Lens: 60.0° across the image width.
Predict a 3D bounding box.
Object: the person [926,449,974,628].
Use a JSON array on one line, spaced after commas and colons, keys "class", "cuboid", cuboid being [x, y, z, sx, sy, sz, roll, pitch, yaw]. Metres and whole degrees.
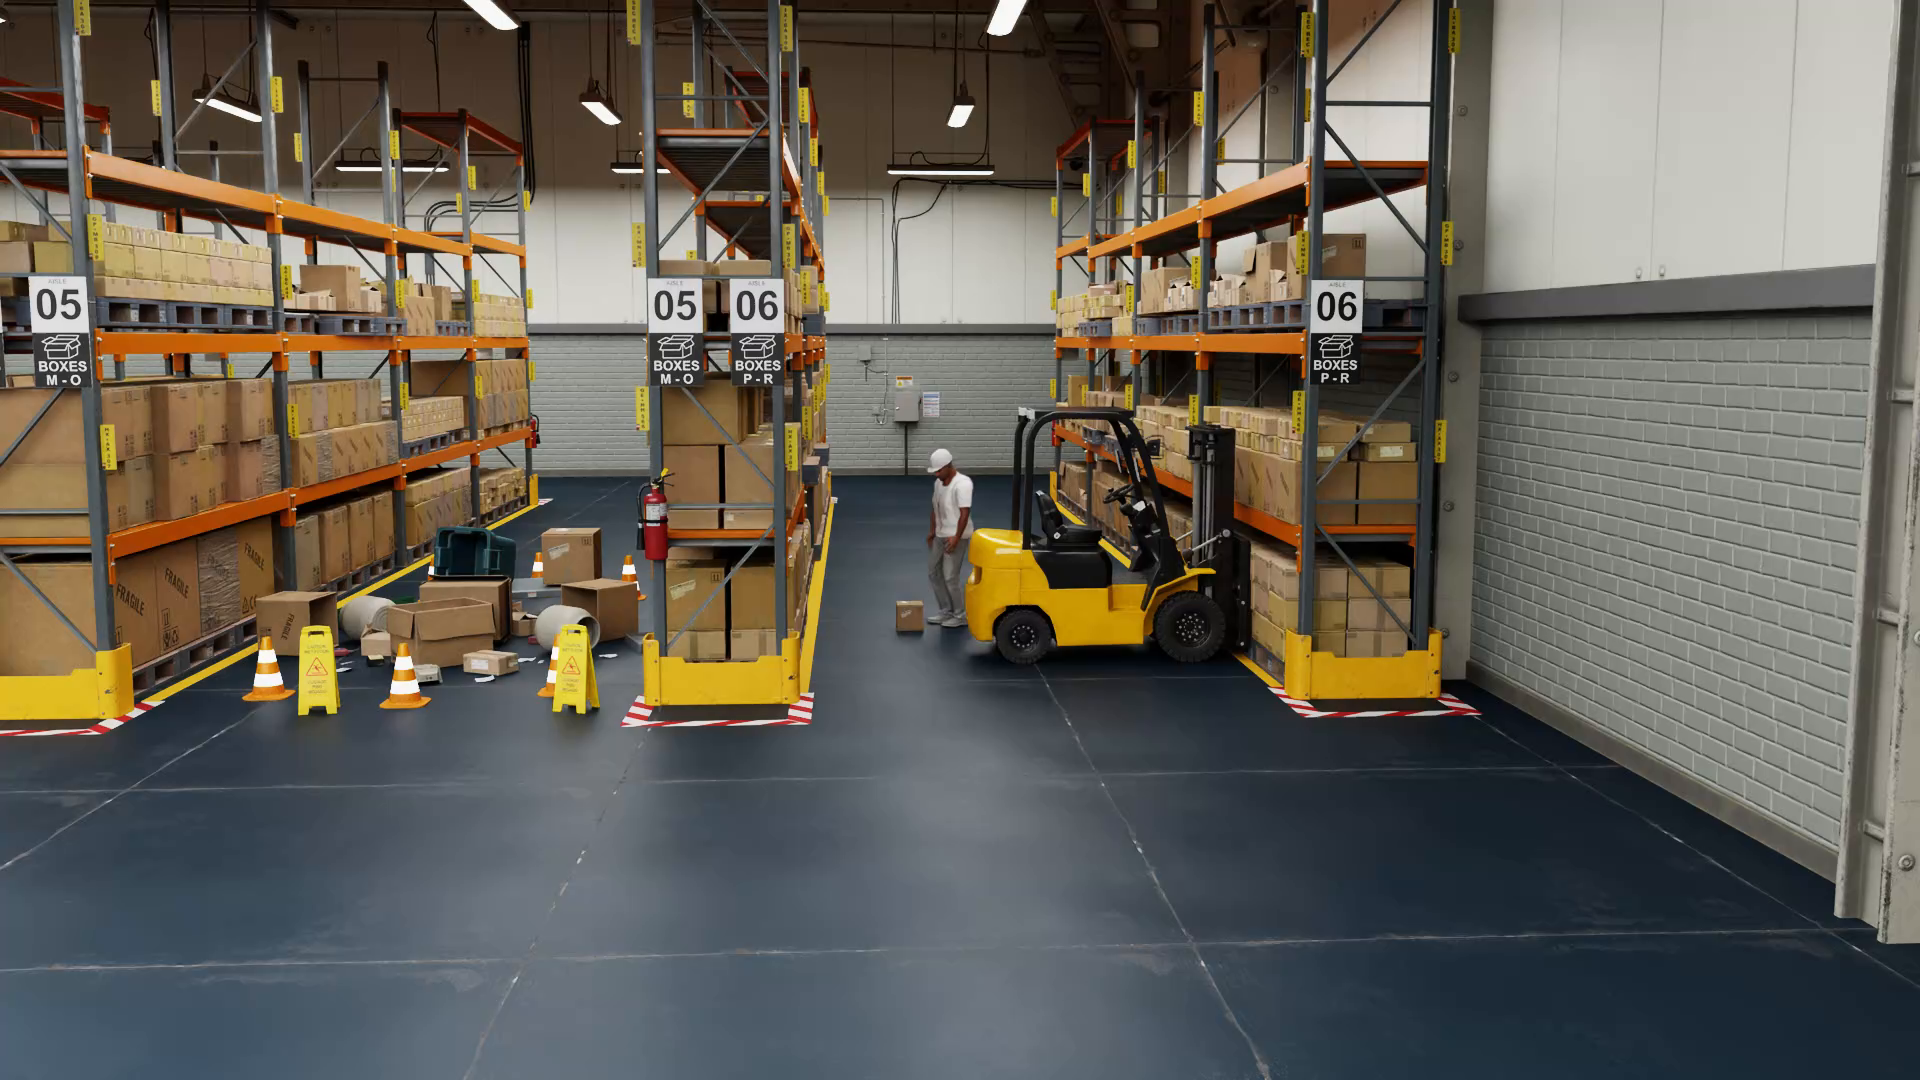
[{"class": "person", "cuboid": [-0.107, -0.025, 16.068, 0.453, 1.717, 0.591, -4, 8, -31]}]
